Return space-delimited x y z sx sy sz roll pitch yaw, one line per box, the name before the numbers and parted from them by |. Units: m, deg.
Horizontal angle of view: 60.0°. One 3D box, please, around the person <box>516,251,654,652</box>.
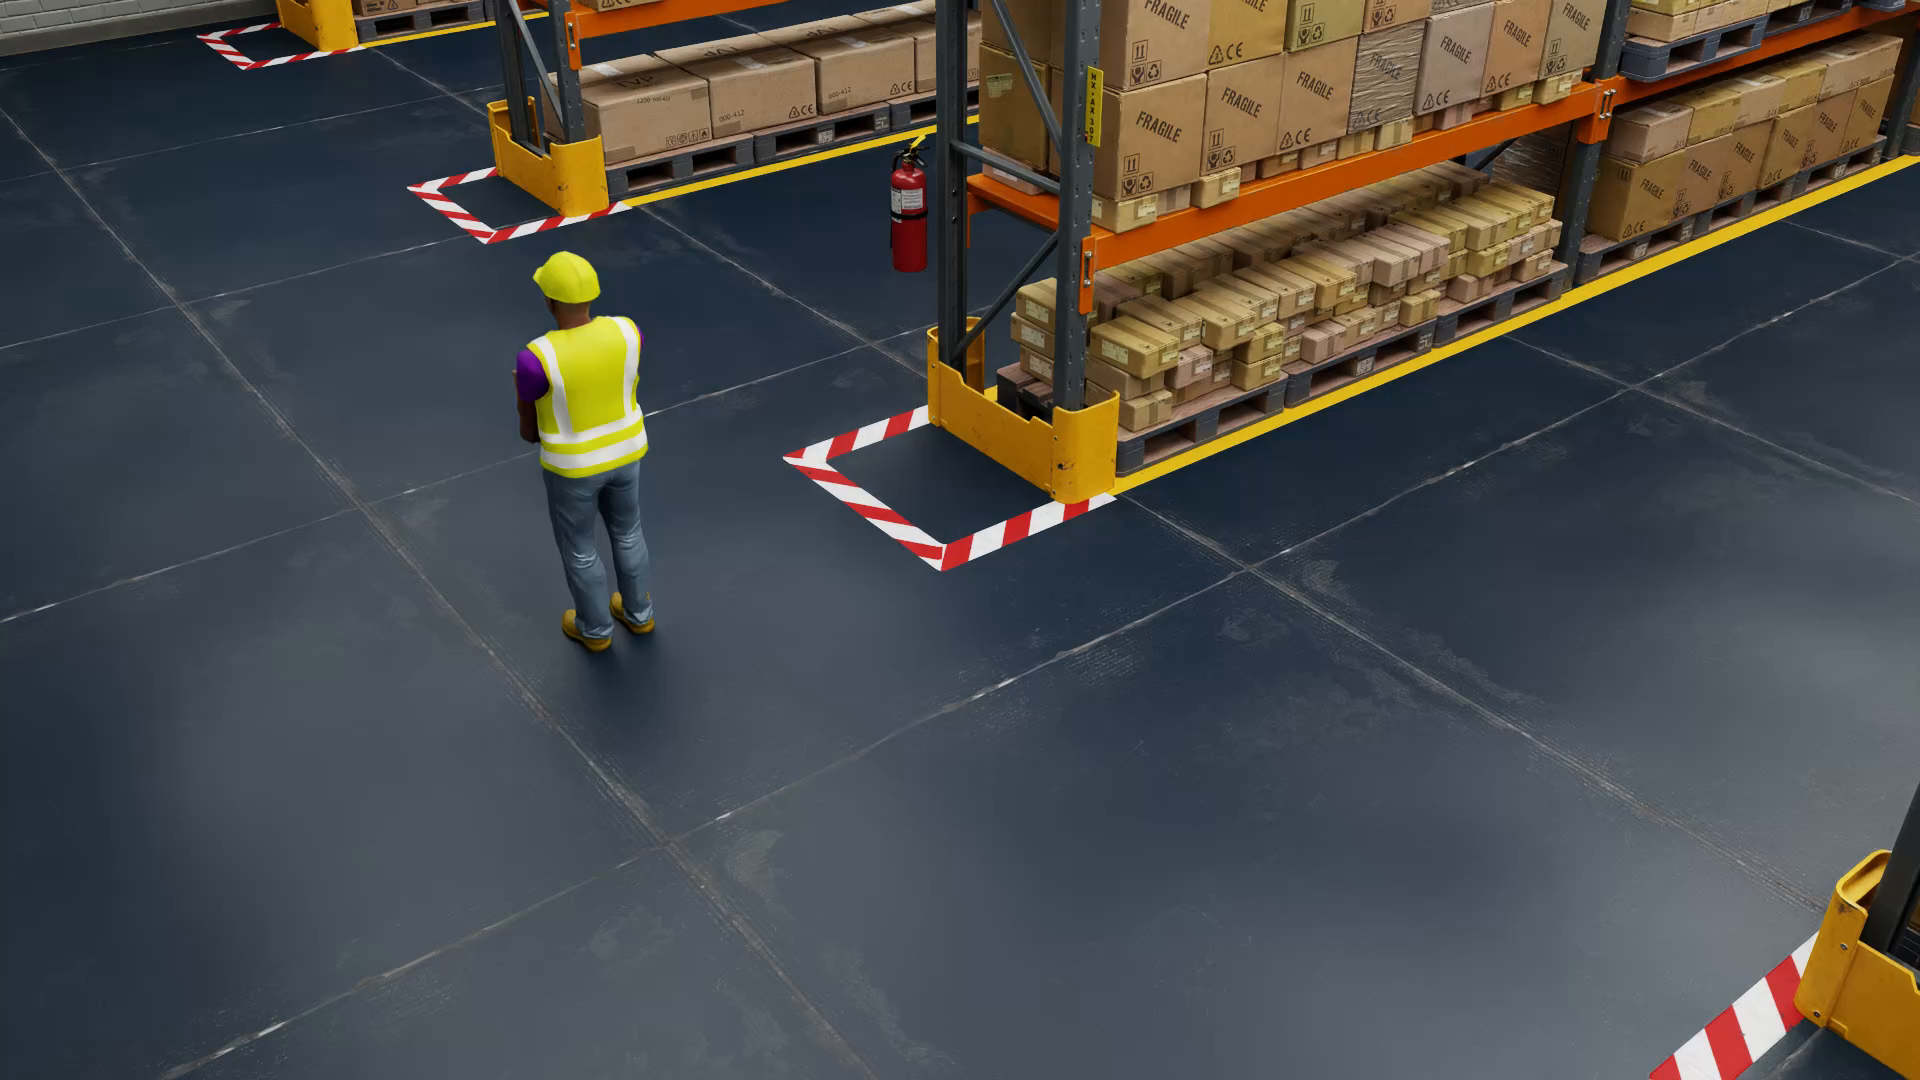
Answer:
person | -1.534 -0.370 6.709 0.504 1.762 0.566 -22 38 -31
